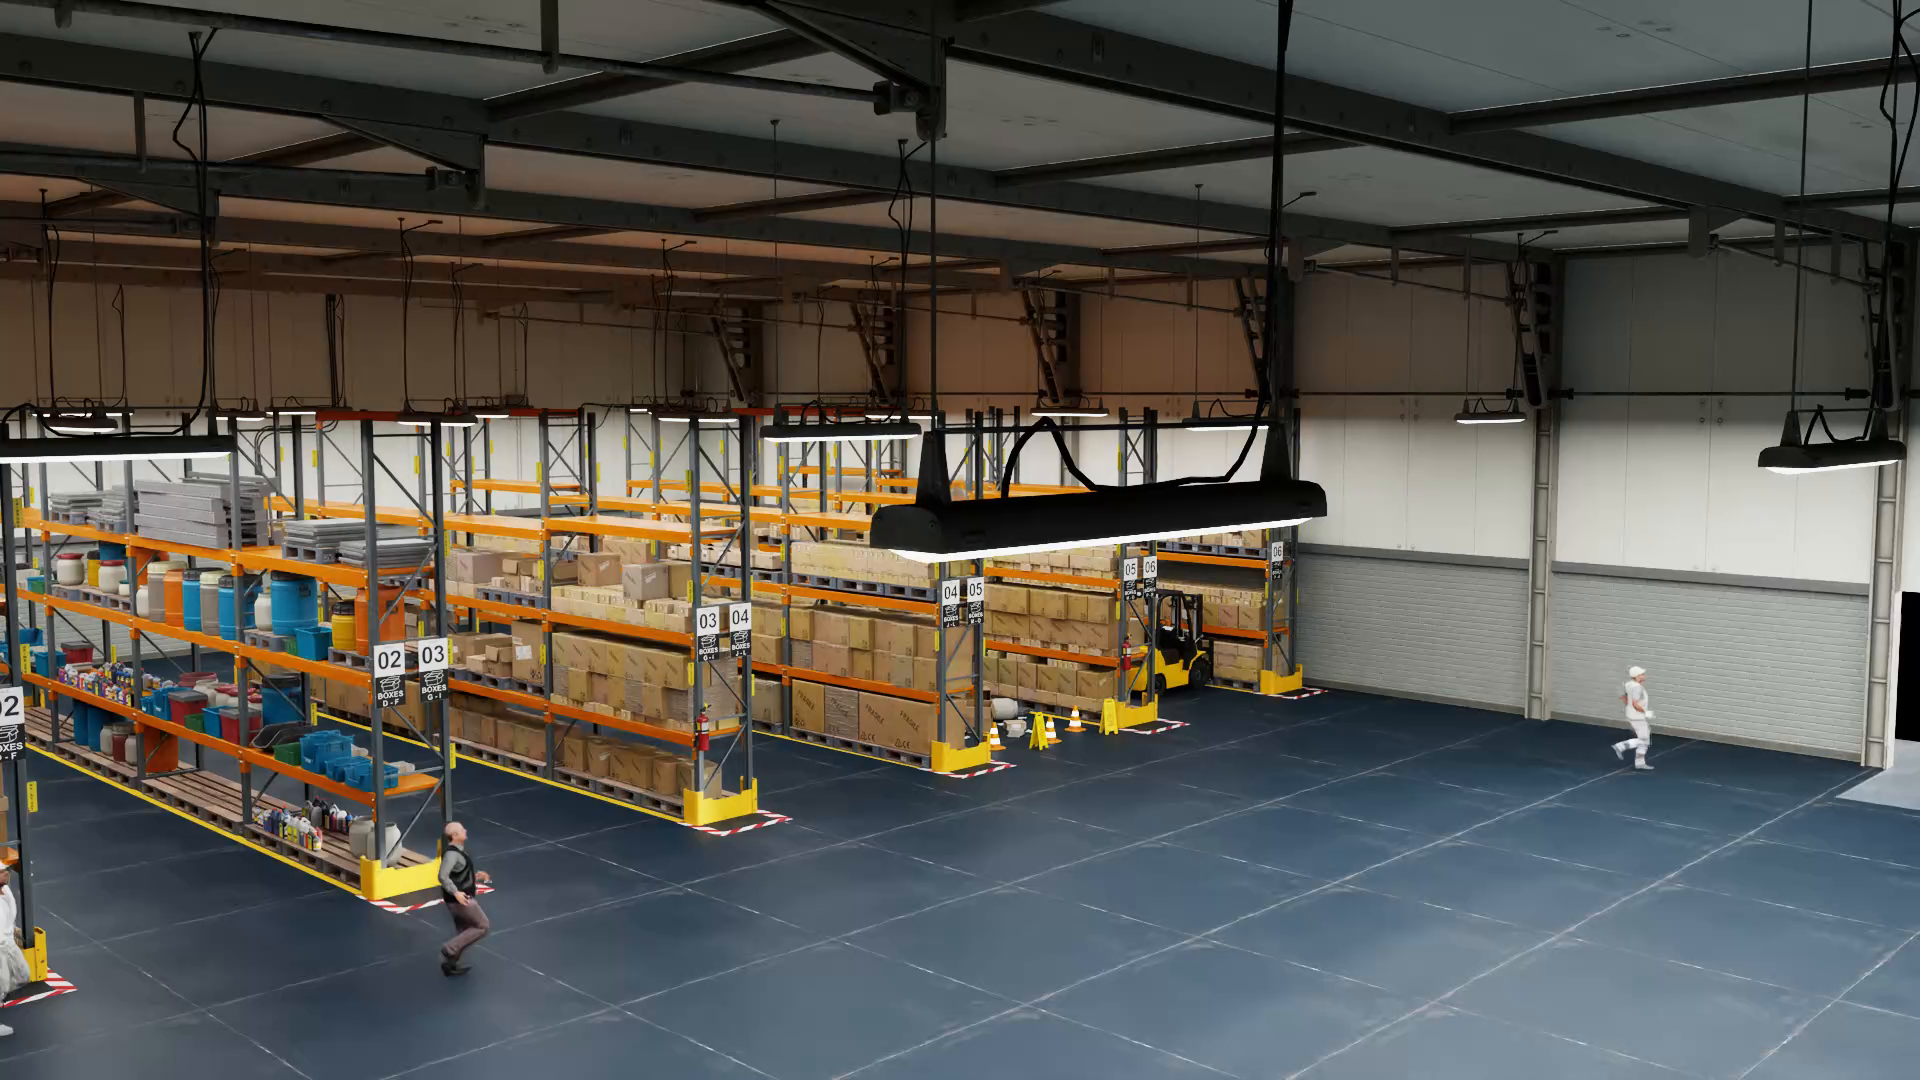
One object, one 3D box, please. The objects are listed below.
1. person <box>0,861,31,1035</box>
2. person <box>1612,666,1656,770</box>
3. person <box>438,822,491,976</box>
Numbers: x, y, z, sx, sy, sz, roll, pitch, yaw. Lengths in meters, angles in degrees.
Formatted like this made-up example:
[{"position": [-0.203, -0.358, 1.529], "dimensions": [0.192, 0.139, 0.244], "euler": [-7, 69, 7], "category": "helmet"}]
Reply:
[{"position": [-9.503, 4.019, 16.451], "dimensions": [0.515, 1.749, 0.707], "euler": [0, 5, -3], "category": "person"}, {"position": [11.326, 2.989, 27.958], "dimensions": [0.704, 1.749, 0.656], "euler": [1, 5, 8], "category": "person"}, {"position": [-5.392, 3.895, 18.089], "dimensions": [0.578, 1.681, 0.656], "euler": [-2, 5, -22], "category": "person"}]
